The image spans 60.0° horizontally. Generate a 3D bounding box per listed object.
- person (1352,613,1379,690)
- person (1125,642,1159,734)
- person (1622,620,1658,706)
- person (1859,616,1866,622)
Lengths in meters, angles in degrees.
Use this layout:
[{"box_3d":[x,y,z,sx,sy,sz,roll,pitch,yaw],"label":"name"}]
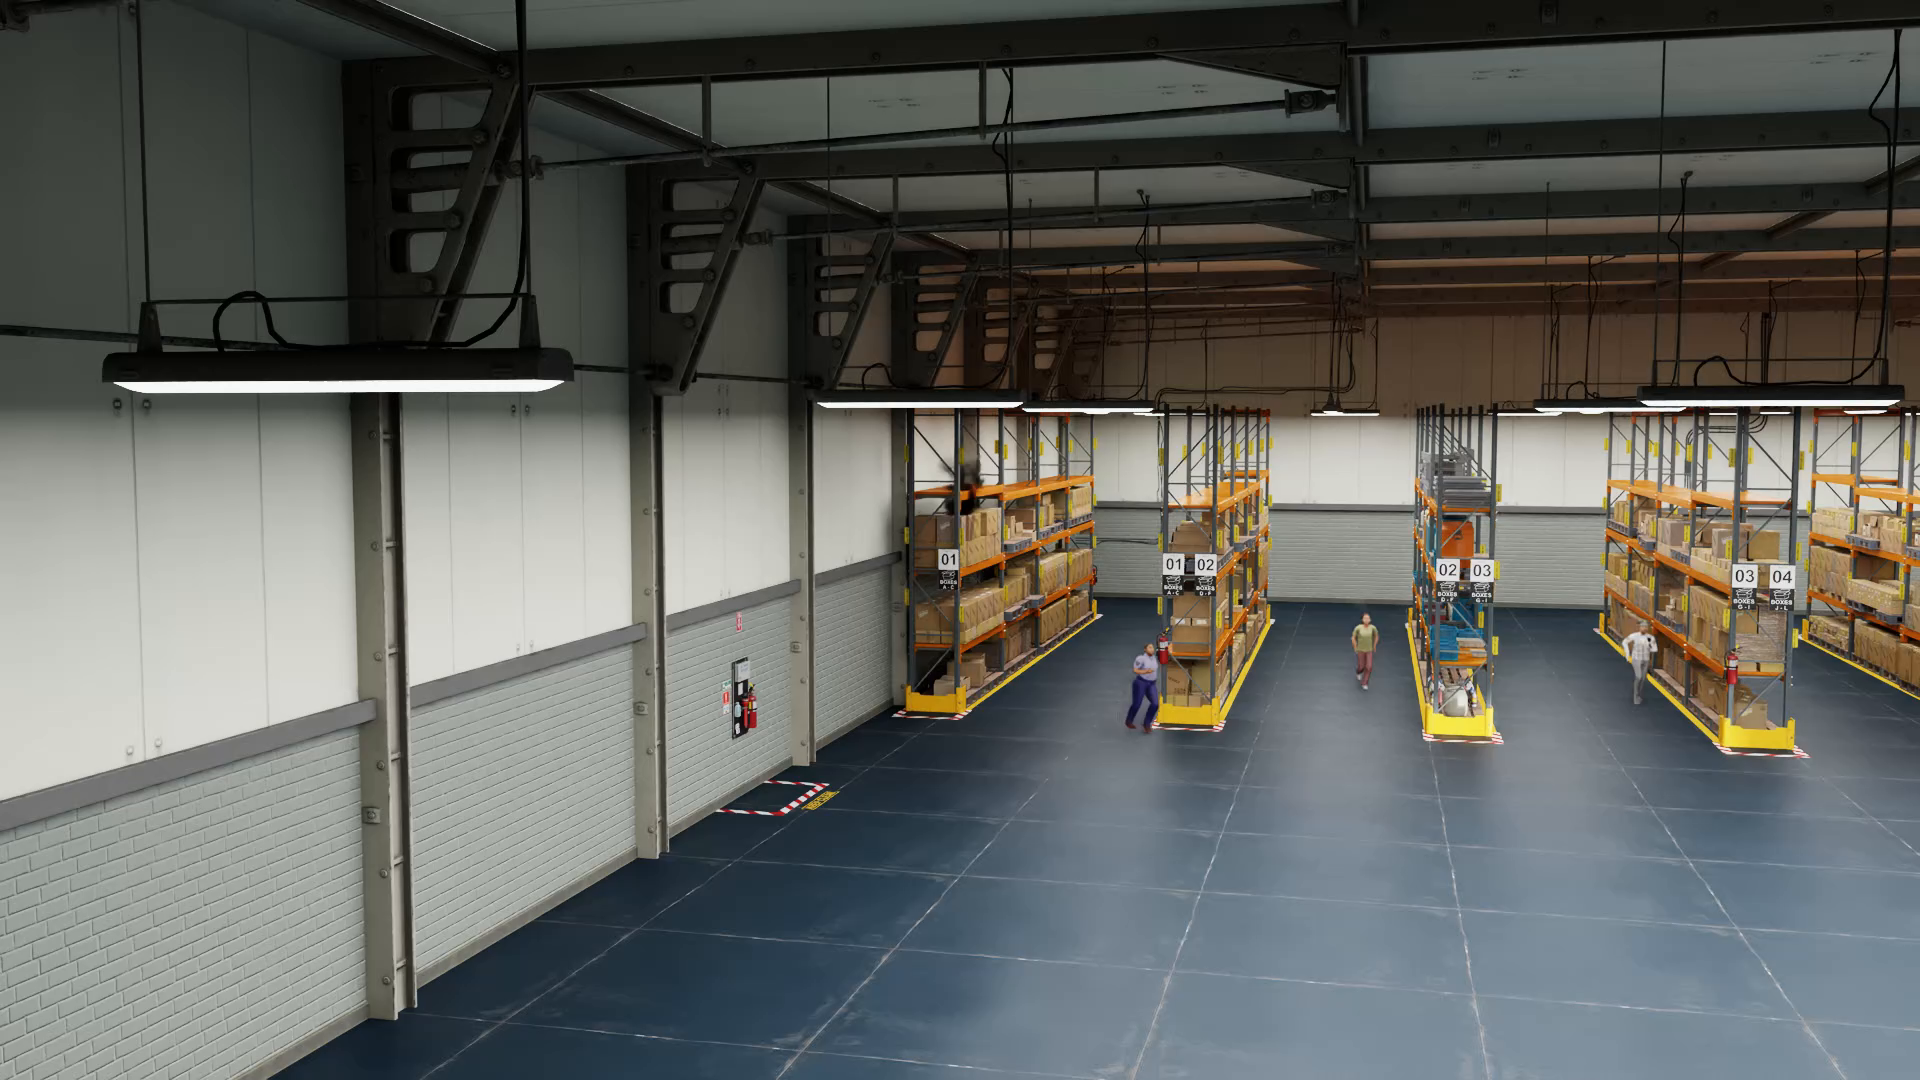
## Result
[{"box_3d":[8.619,2.344,35.387,0.569,1.620,0.622,0,4,6],"label":"person"},{"box_3d":[3.400,2.710,30.421,0.603,1.702,0.716,-2,5,-28],"label":"person"},{"box_3d":[13.663,2.452,33.344,0.591,1.732,0.662,0,4,3],"label":"person"},{"box_3d":[23.768,1.746,43.460,0.645,1.703,0.758,-1,4,-19],"label":"person"}]
